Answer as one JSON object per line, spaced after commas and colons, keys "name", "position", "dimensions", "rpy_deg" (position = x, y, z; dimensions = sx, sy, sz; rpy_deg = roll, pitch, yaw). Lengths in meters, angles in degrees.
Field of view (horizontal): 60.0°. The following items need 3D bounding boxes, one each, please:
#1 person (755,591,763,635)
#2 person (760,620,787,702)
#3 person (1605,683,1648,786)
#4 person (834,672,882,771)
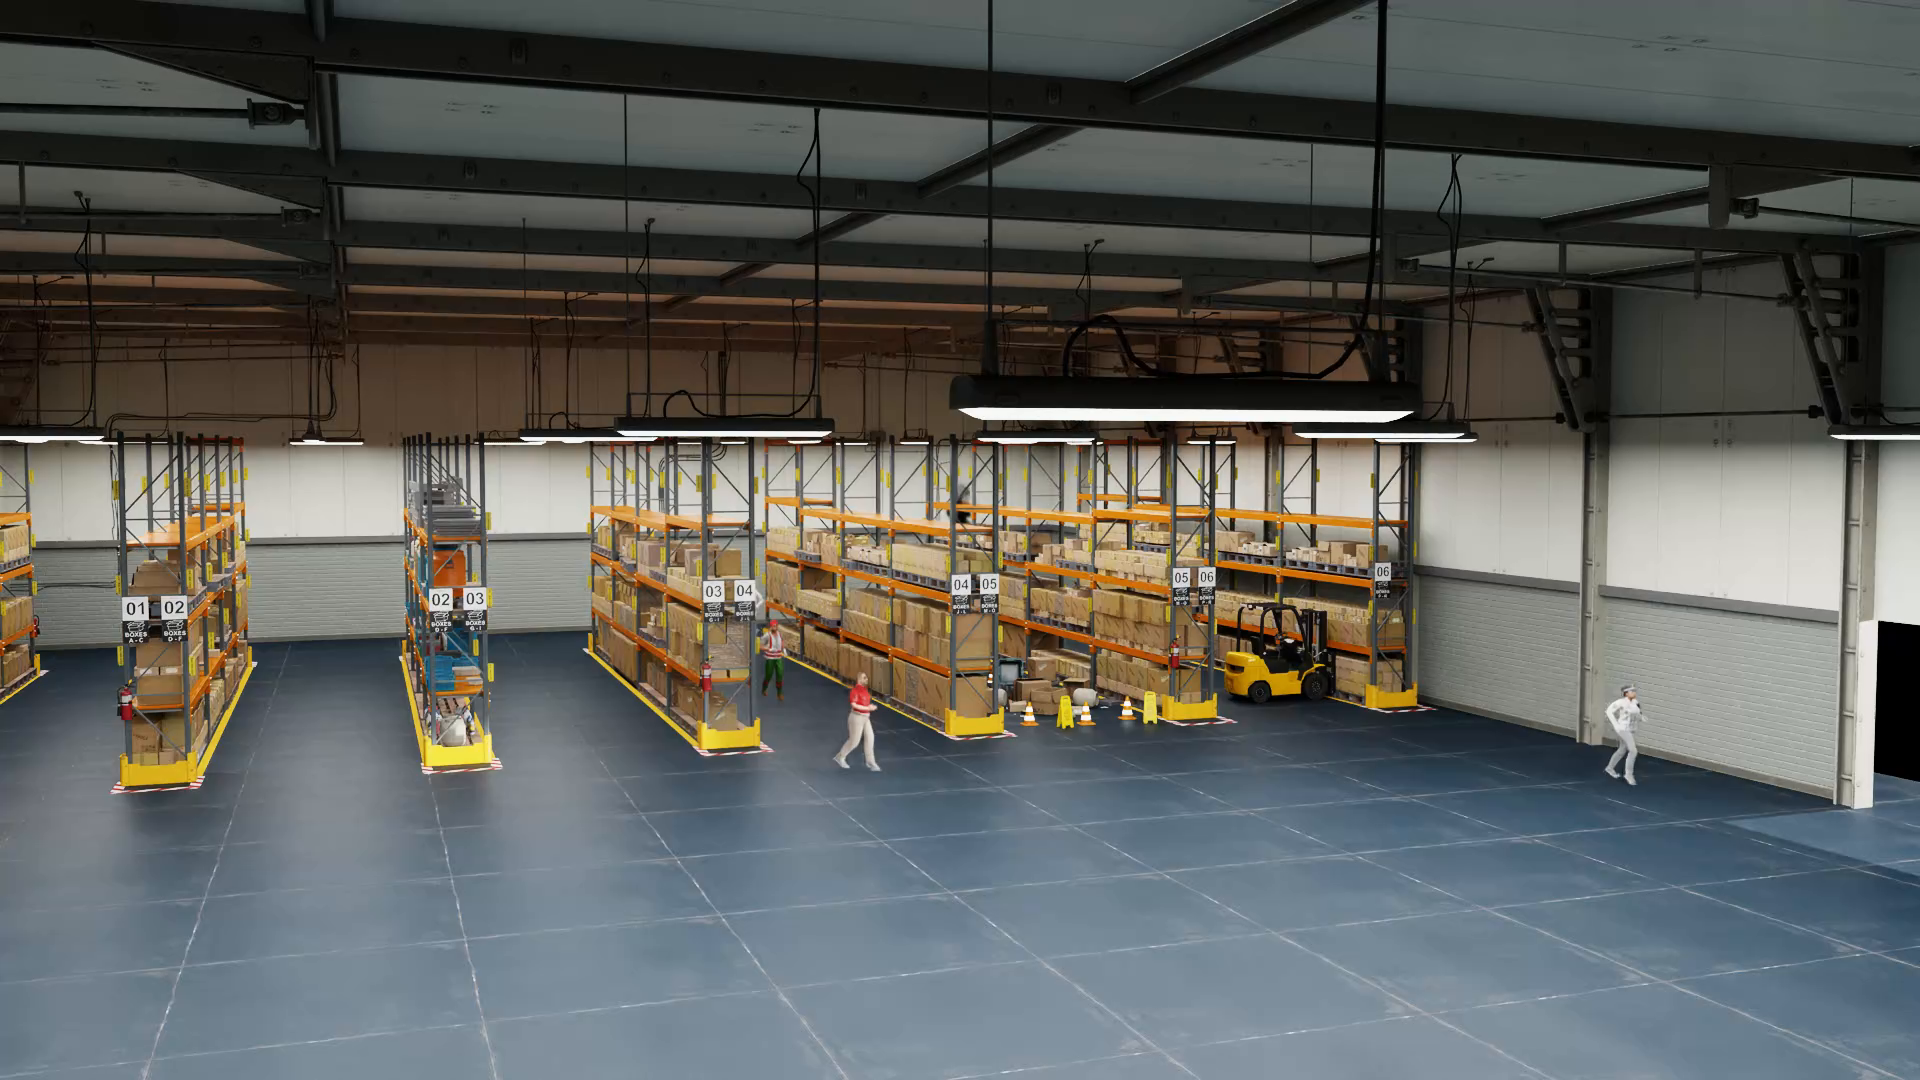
{"name": "person", "position": [-6.144, 2.133, 49.043], "dimensions": [0.745, 1.777, 0.909], "rpy_deg": [3, 4, 43]}
{"name": "person", "position": [-4.246, 2.726, 37.829], "dimensions": [0.684, 1.829, 0.854], "rpy_deg": [-2, 4, -31]}
{"name": "person", "position": [11.409, 3.299, 28.472], "dimensions": [0.571, 1.749, 0.743], "rpy_deg": [-2, 4, -35]}
{"name": "person", "position": [-1.806, 3.230, 29.511], "dimensions": [0.845, 1.781, 0.681], "rpy_deg": [1, 3, 18]}
